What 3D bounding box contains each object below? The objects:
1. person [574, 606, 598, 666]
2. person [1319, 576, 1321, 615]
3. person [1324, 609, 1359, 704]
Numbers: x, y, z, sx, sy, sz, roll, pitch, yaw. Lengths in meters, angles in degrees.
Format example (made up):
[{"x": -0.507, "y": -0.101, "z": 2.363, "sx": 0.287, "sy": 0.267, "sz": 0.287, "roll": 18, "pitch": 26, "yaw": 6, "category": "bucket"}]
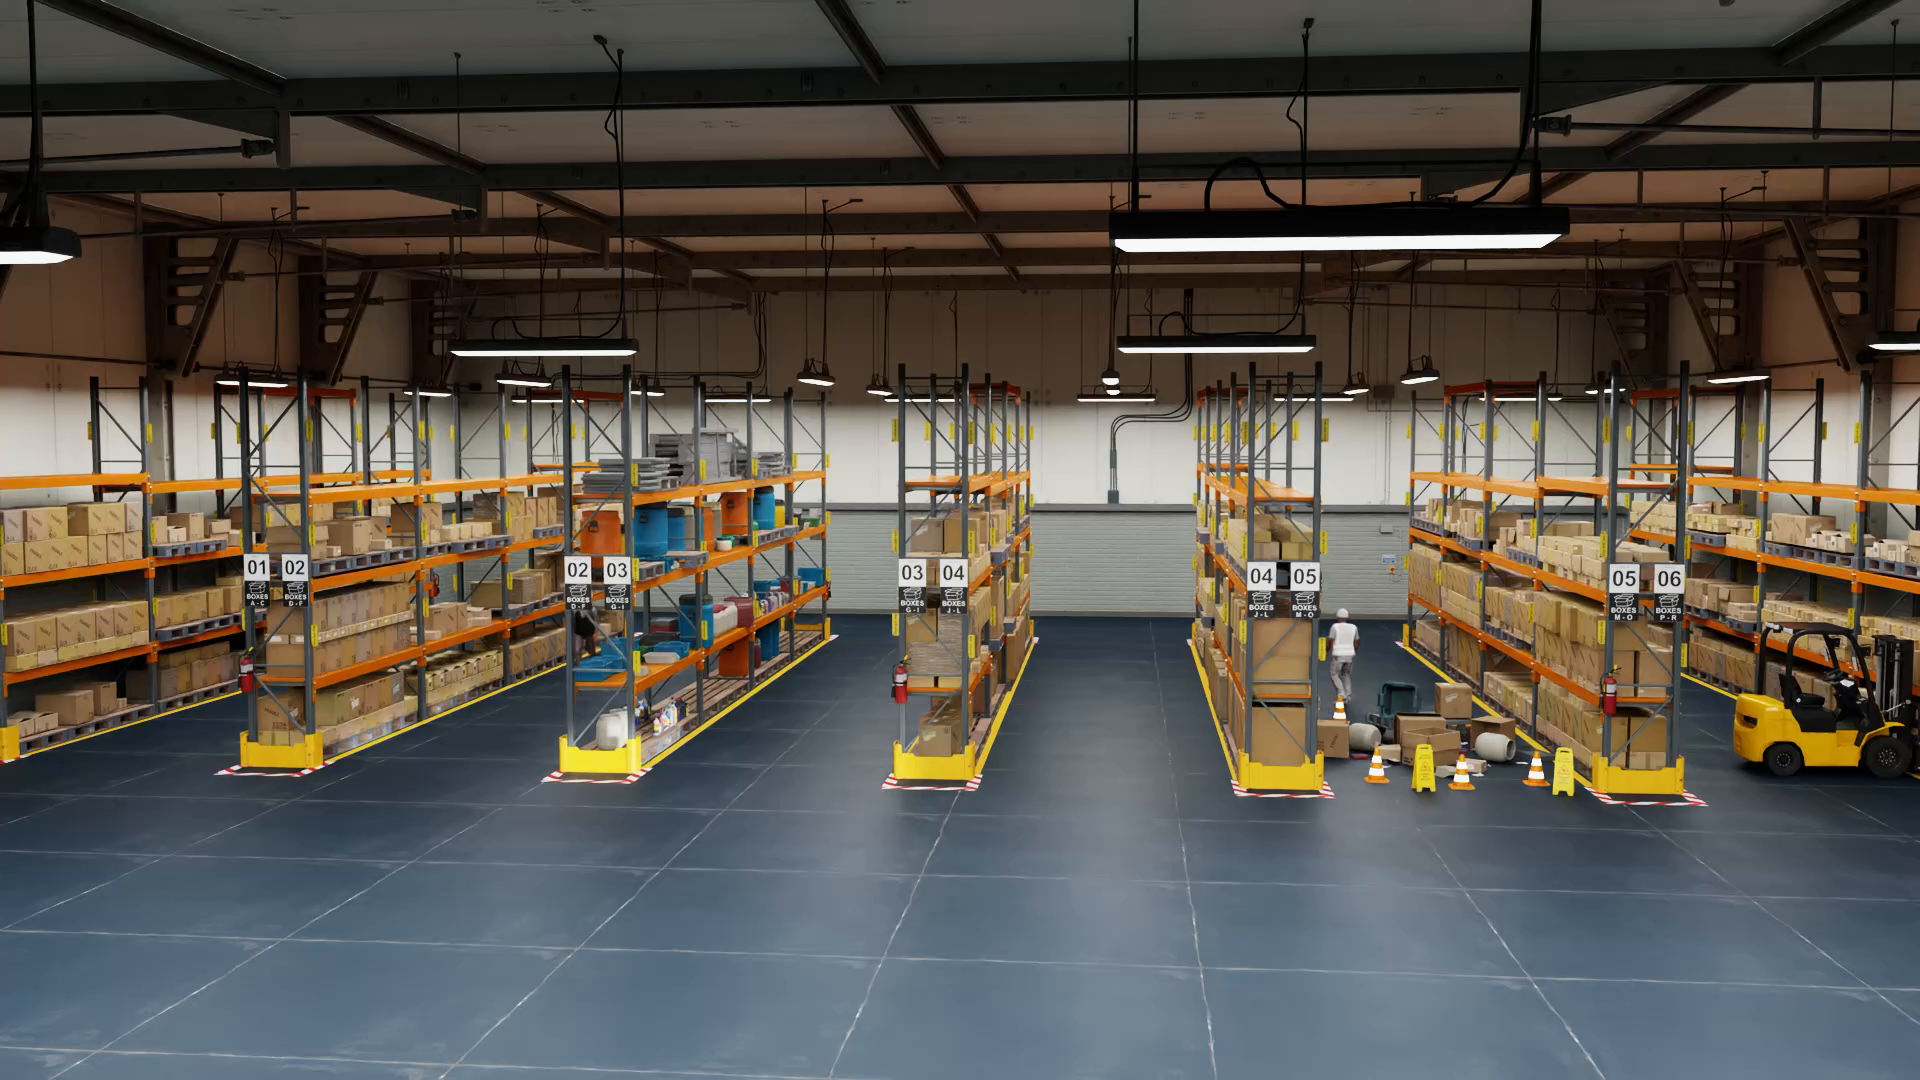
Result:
[{"x": -7.750, "y": 1.948, "z": 34.448, "sx": 0.543, "sy": 1.680, "sz": 0.948, "roll": 0, "pitch": 4, "yaw": 4, "category": "person"}, {"x": 9.102, "y": 1.343, "z": 43.083, "sx": 0.832, "sy": 1.758, "sz": 0.587, "roll": -2, "pitch": 4, "yaw": -31, "category": "person"}, {"x": 7.106, "y": 2.164, "z": 30.750, "sx": 0.636, "sy": 1.749, "sz": 0.709, "roll": -1, "pitch": 4, "yaw": -13, "category": "person"}]
